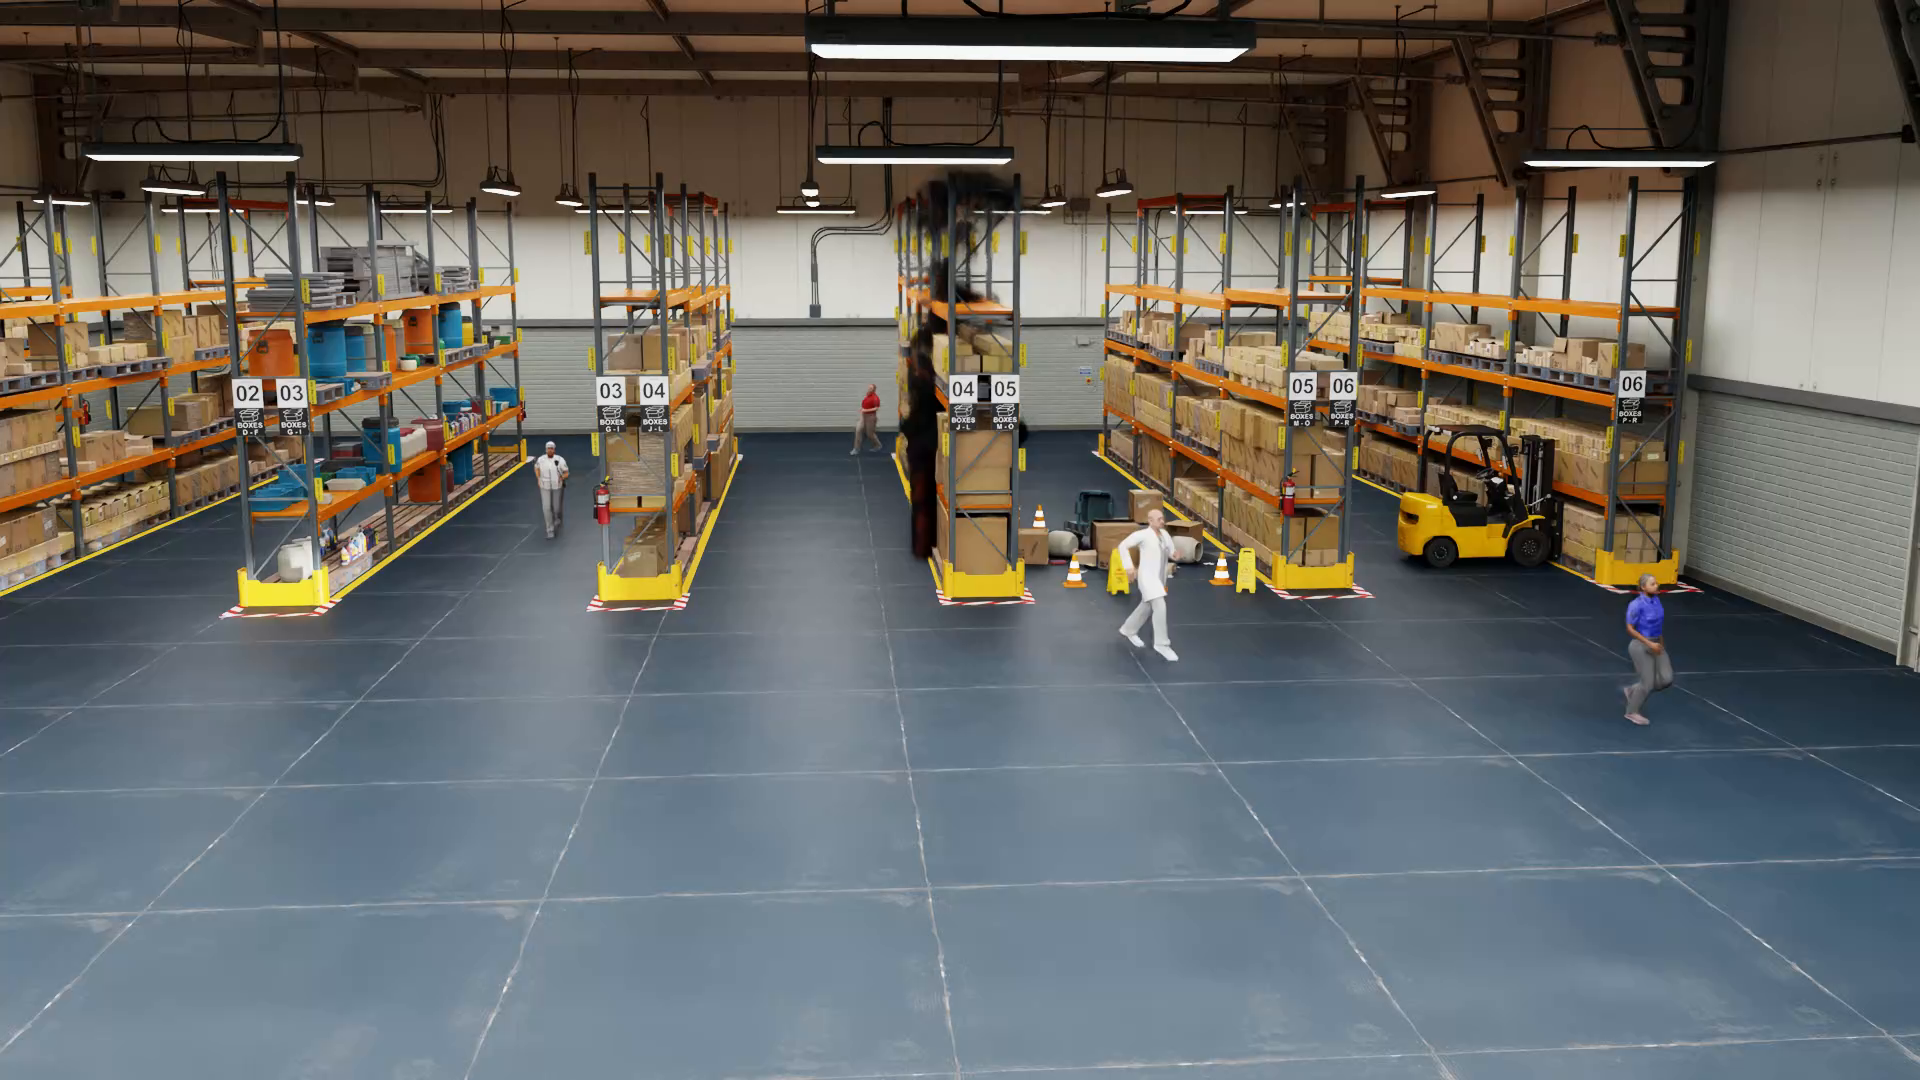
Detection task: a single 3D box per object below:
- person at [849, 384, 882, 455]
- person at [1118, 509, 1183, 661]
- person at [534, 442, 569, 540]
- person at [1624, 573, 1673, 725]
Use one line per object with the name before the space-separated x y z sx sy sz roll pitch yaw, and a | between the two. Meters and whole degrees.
person | -2.223 -2.919 40.282 0.888 1.722 0.681 -8 13 -38
person | 2.352 0.519 20.531 0.969 1.827 0.685 9 13 40
person | -7.131 -0.892 29.069 0.606 1.670 0.874 -2 10 -9
person | 7.282 1.151 17.578 0.583 1.616 0.483 -7 12 -35
